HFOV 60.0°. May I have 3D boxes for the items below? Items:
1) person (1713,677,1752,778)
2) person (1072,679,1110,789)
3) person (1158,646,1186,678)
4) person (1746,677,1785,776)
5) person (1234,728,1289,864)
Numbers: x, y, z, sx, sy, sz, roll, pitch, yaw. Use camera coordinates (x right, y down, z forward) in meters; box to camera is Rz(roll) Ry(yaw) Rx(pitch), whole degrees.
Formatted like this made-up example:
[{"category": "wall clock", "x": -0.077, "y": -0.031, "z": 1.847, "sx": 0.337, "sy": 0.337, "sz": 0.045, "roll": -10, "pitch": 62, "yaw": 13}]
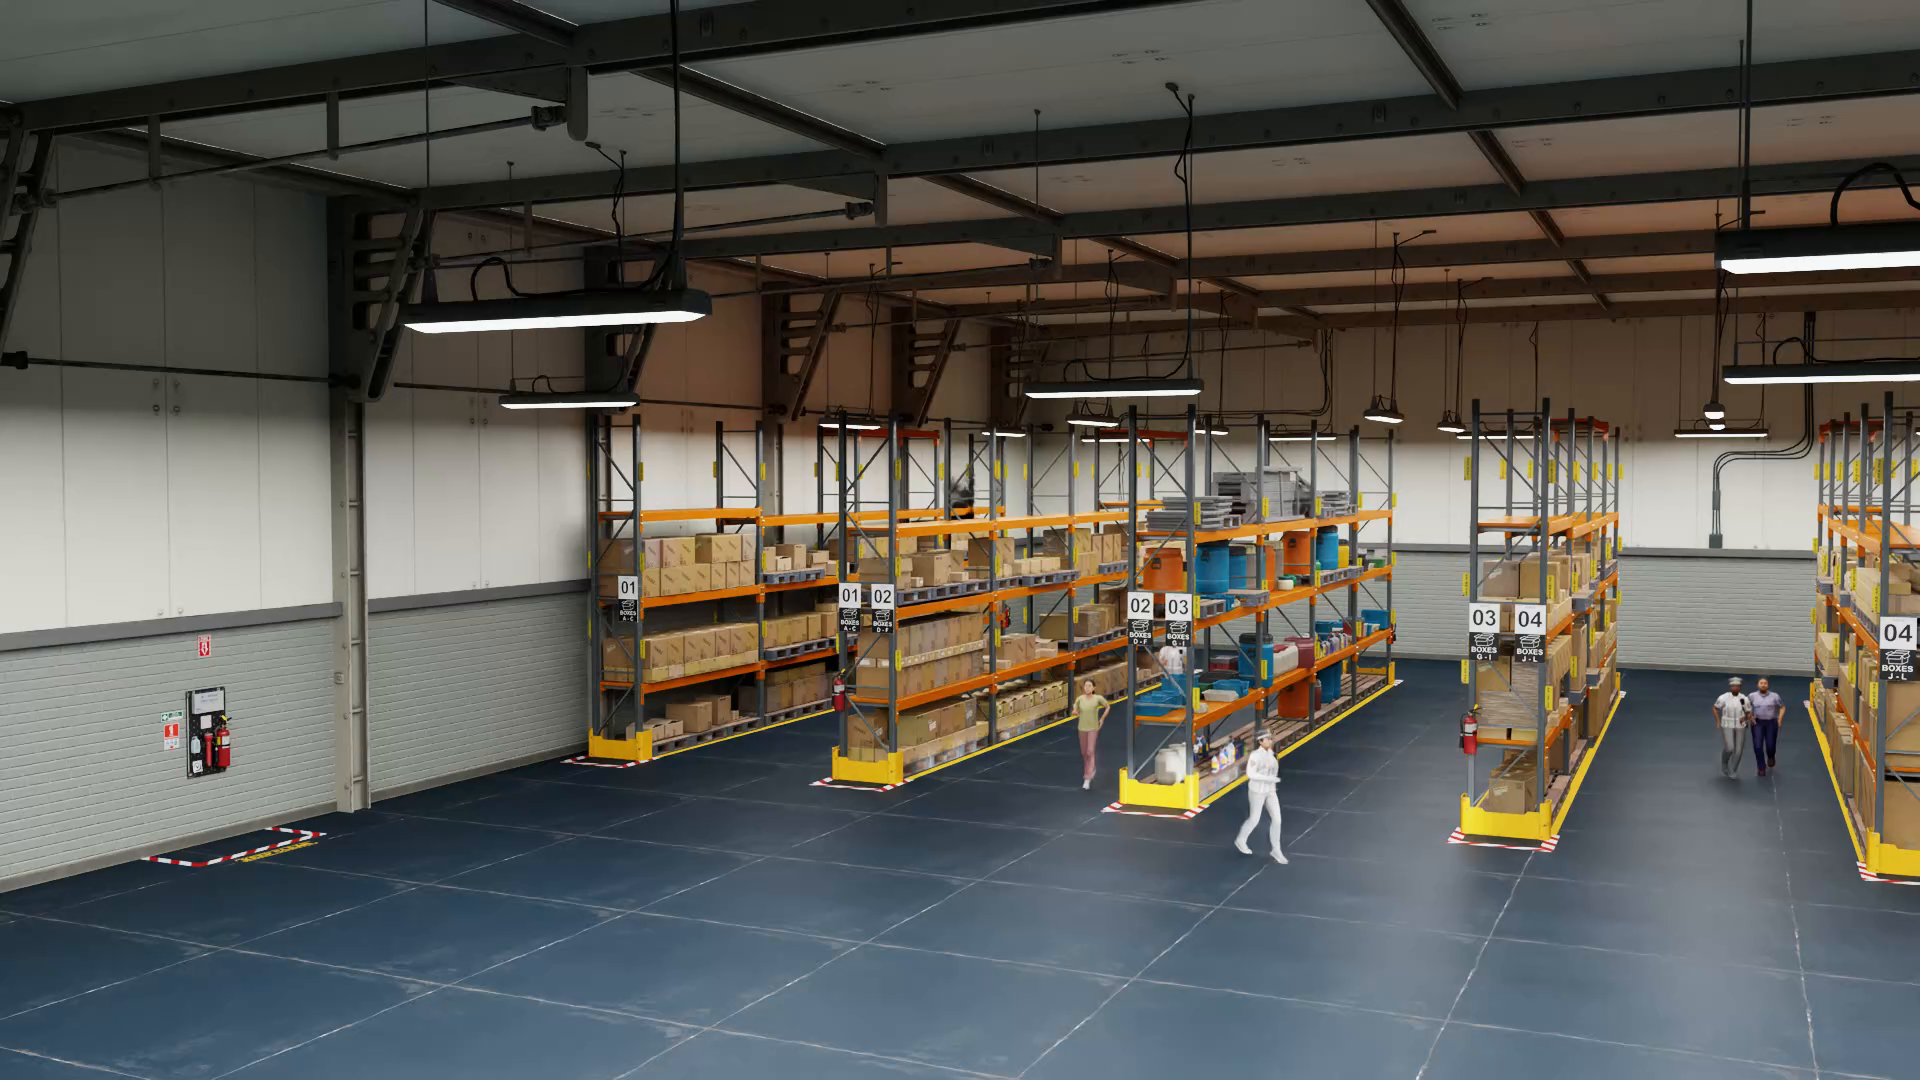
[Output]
[{"category": "person", "x": 12.566, "y": 3.056, "z": 27.006, "sx": 0.541, "sy": 1.654, "sz": 0.576, "roll": 1, "pitch": 2, "yaw": 14}, {"category": "person", "x": 2.051, "y": 3.054, "z": 26.473, "sx": 0.571, "sy": 1.696, "sz": 0.849, "roll": 1, "pitch": 3, "yaw": 22}, {"category": "person", "x": 4.298, "y": 2.751, "z": 33.432, "sx": 0.643, "sy": 1.852, "sz": 0.819, "roll": 1, "pitch": 2, "yaw": 18}, {"category": "person", "x": 13.285, "y": 3.071, "z": 27.492, "sx": 0.629, "sy": 1.606, "sz": 0.559, "roll": 1, "pitch": 3, "yaw": 29}, {"category": "person", "x": 3.869, "y": 3.276, "z": 21.429, "sx": 0.600, "sy": 1.739, "sz": 0.794, "roll": -2, "pitch": 3, "yaw": -37}]
